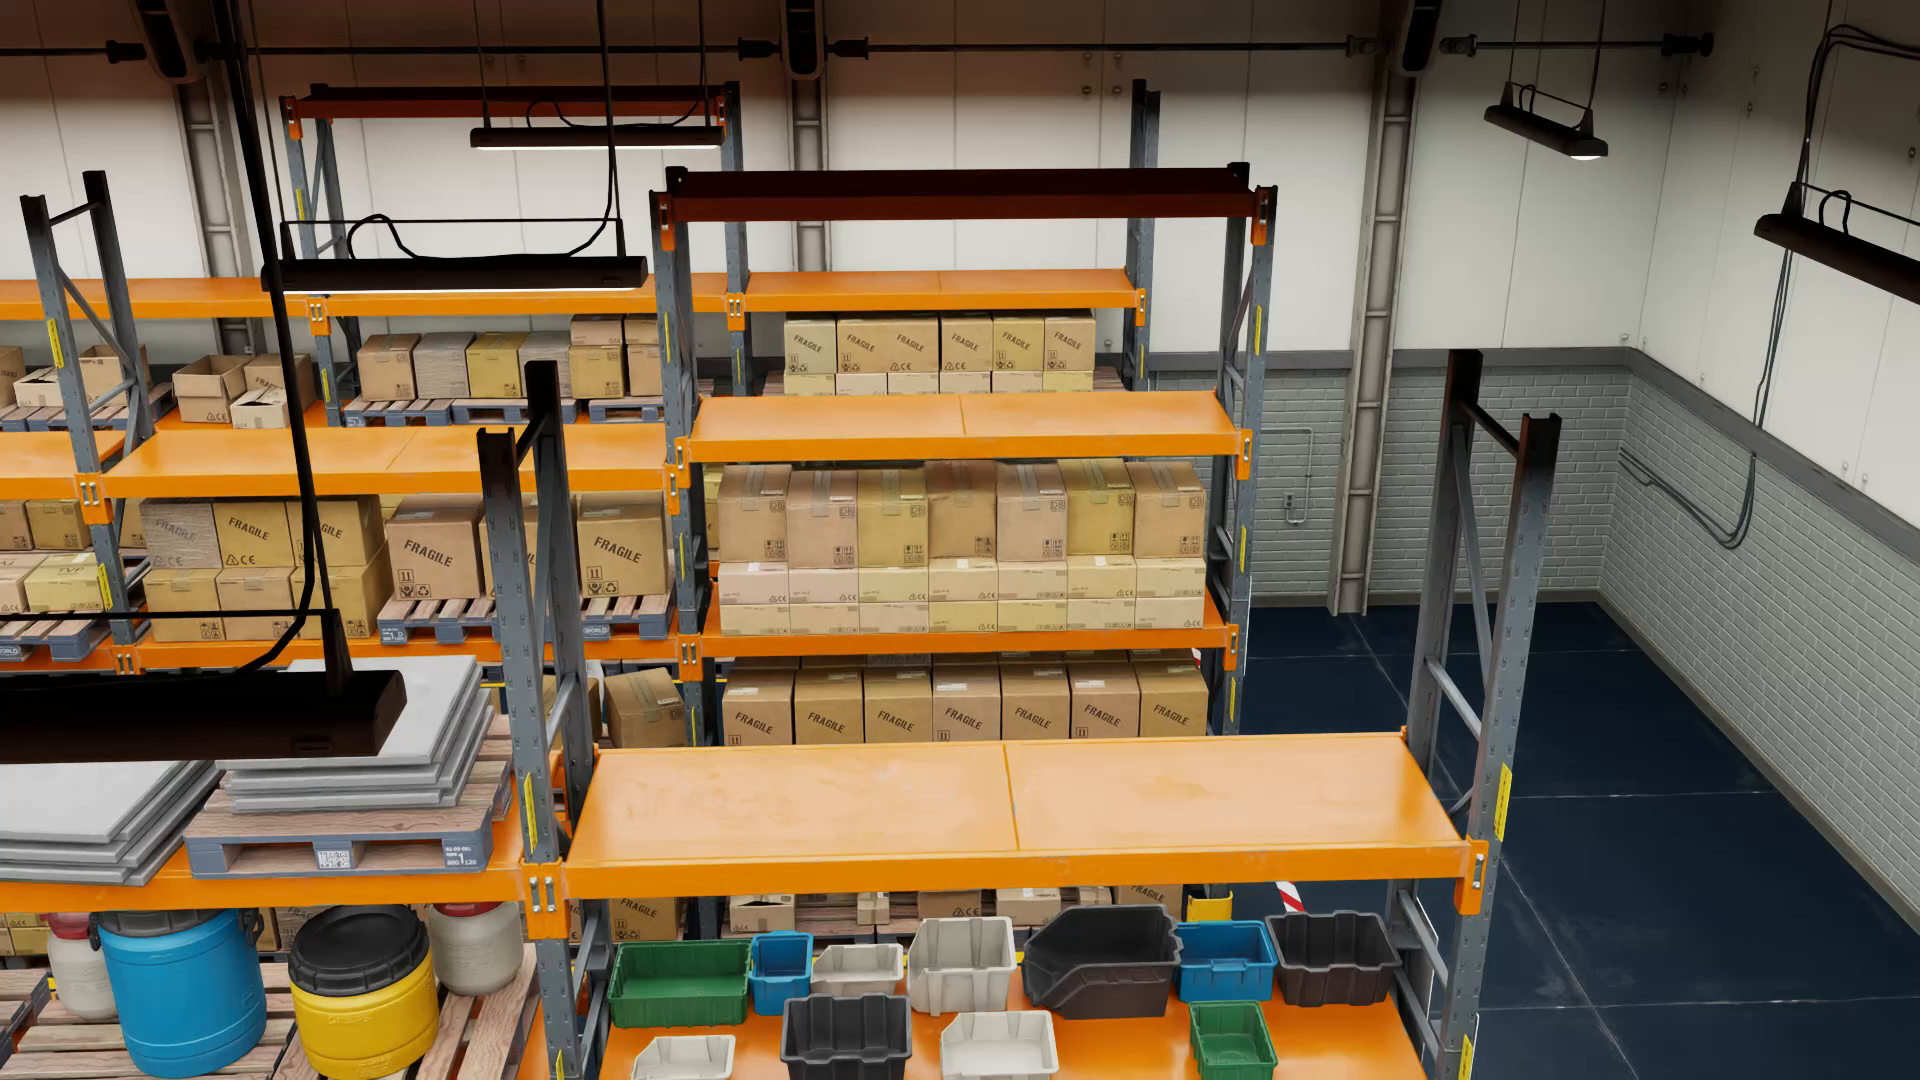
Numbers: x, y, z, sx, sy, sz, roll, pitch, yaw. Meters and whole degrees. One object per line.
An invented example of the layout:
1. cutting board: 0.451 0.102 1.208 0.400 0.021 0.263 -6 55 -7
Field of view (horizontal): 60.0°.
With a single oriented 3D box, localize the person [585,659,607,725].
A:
1. person: -3.419 1.340 15.540 0.751 1.763 0.667 -4 22 -10
